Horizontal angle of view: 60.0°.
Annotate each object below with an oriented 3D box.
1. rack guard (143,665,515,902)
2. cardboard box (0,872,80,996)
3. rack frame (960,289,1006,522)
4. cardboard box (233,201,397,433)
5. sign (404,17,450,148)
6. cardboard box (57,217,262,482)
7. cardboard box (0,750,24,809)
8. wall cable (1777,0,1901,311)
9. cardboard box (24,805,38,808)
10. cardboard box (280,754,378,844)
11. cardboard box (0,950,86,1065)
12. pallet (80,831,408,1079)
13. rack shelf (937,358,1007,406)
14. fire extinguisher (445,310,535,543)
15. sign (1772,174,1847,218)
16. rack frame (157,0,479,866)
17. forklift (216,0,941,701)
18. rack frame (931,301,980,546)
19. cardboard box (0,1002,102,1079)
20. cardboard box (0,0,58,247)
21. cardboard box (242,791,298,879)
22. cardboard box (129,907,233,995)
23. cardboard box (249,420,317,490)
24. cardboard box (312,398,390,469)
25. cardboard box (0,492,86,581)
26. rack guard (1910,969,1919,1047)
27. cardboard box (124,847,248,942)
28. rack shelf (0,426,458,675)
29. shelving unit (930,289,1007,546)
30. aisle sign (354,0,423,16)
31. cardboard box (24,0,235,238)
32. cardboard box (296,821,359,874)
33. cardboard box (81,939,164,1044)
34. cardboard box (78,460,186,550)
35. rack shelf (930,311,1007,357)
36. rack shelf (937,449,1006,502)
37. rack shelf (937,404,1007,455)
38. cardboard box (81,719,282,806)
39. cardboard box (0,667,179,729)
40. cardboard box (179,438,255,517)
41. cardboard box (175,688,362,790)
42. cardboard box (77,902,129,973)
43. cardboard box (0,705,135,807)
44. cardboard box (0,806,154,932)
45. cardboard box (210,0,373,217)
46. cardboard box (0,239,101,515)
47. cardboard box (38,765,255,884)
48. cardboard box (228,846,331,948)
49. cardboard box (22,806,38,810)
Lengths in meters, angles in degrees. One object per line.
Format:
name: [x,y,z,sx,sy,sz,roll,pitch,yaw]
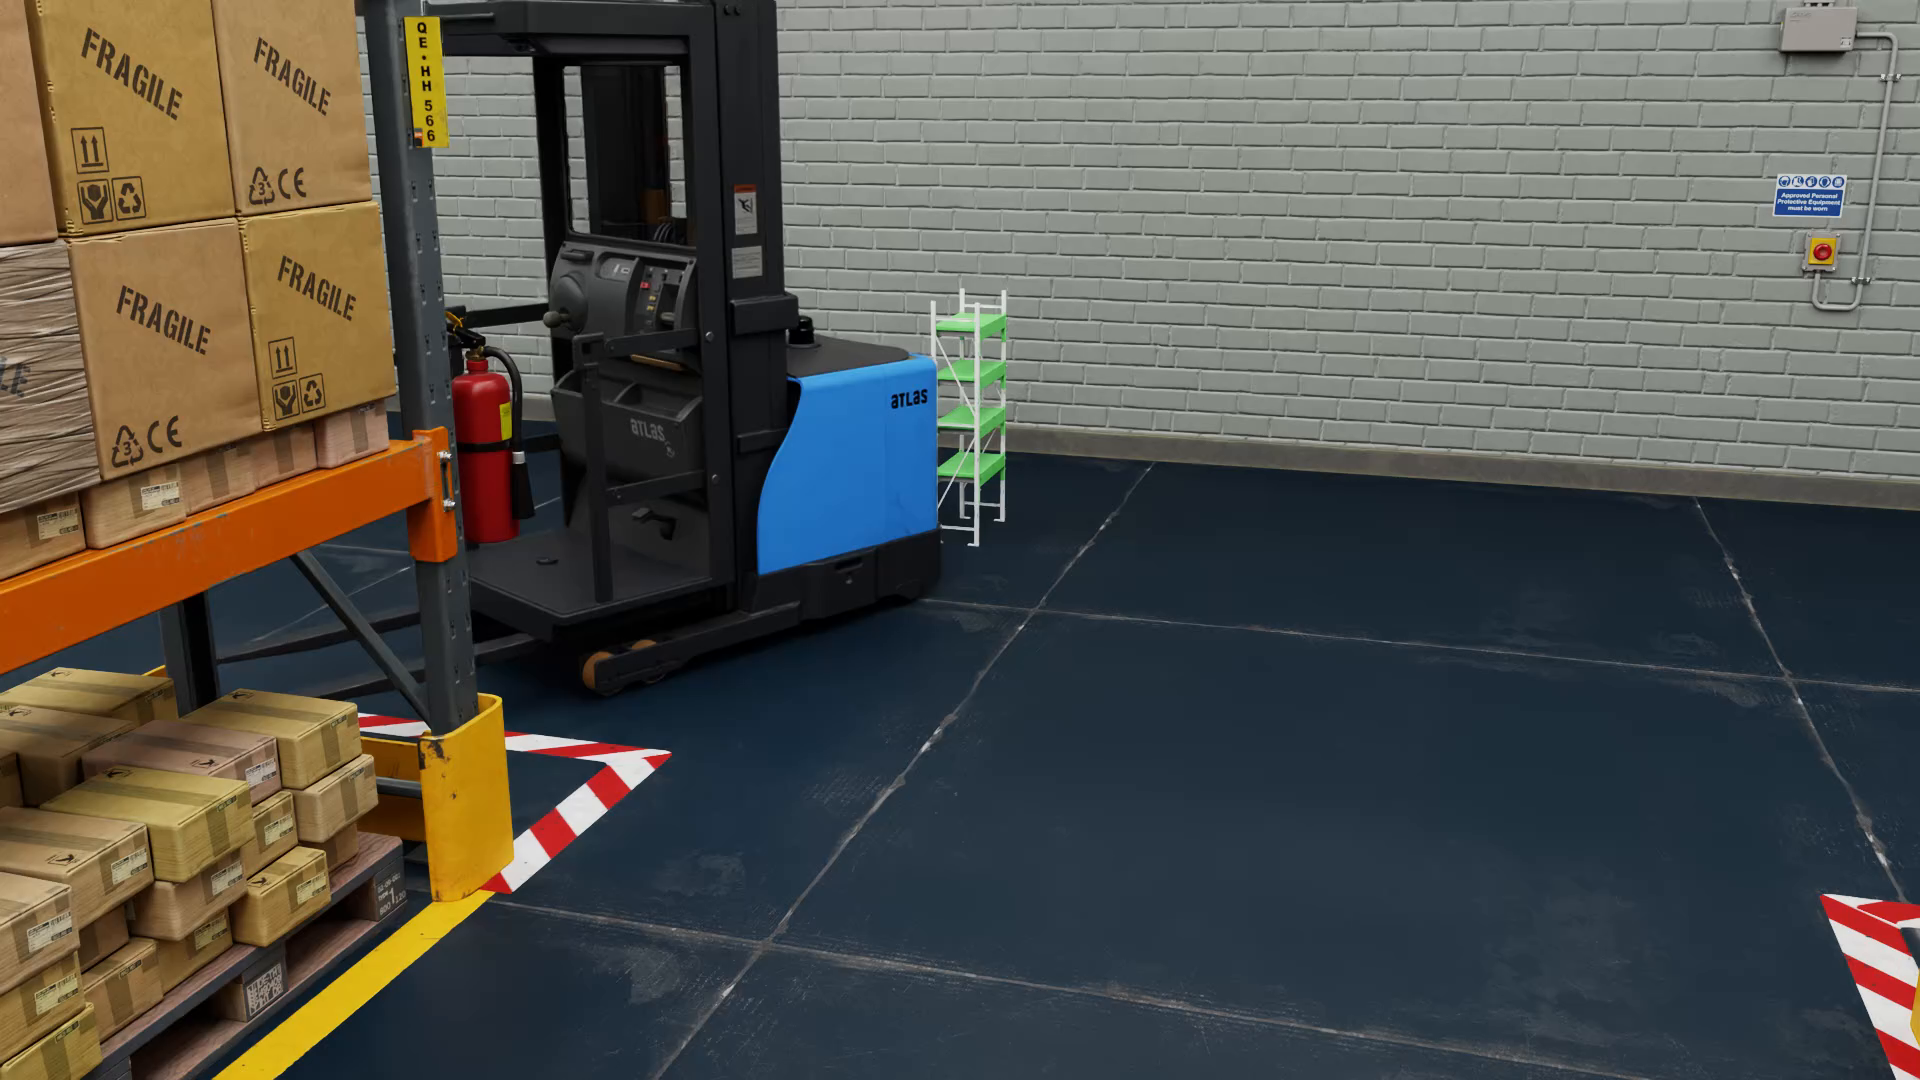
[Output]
rack guard: [-1.927,0.700,4.945,1.175,0.500,0.348,5,16,16]
cardboard box: [-2.048,0.795,3.393,0.380,0.149,0.250,5,17,18]
rack frame: [0.116,-0.684,8.543,0.240,1.200,0.015,5,16,16]
cardboard box: [-1.786,-0.576,4.135,0.500,0.500,0.500,5,17,17]
sign: [-1.379,-1.183,4.303,0.100,0.325,0.005,5,16,16]
cardboard box: [-1.937,-0.442,3.661,0.500,0.500,0.500,4,16,15]
cardboard box: [-2.537,0.609,4.050,0.380,0.149,0.250,5,16,16]
wall cable: [4.450,-2.146,8.478,0.585,1.953,0.123,5,16,16]
cardboard box: [-2.432,0.688,4.315,0.380,0.149,0.250,5,16,16]
cardboard box: [-1.781,0.664,4.400,0.380,0.149,0.250,4,16,14]
cardboard box: [-2.062,0.937,3.439,0.380,0.149,0.250,5,17,17]
pallet: [-2.191,1.049,4.245,1.003,0.211,1.213,5,16,16]
rack shelf: [0.047,-0.790,8.270,0.258,0.148,0.480,5,16,16]
fire extinguisher: [-1.391,-0.336,4.841,0.296,0.674,0.183,5,16,16]
sign: [4.421,-1.792,8.654,0.327,0.218,0.001,5,16,16]
rack frame: [-1.905,-0.522,4.674,1.000,3.000,0.127,5,16,16]
forklift: [-1.486,-0.981,6.416,3.031,2.935,1.130,-15,22,-43]
rack frame: [-0.022,-0.557,8.093,0.240,1.200,0.015,5,16,16]
cardboard box: [-2.058,1.076,3.494,0.380,0.149,0.250,4,16,13]
cardboard box: [-2.080,-0.786,3.044,0.500,0.500,0.500,6,17,19]
cardboard box: [-1.907,0.728,4.174,0.380,0.149,0.250,4,16,15]
cardboard box: [-1.988,0.939,3.978,0.380,0.149,0.250,5,16,16]
cardboard box: [-1.833,-0.232,4.111,0.380,0.149,0.250,5,16,16]
cardboard box: [-1.727,-0.294,4.330,0.380,0.149,0.250,5,16,16]
cardboard box: [-2.043,-0.030,3.399,0.380,0.149,0.250,4,16,13]
rack guard: [2.876,1.031,3.777,1.175,0.500,0.348,5,16,16]
cardboard box: [-1.927,0.800,3.920,0.380,0.149,0.250,4,16,14]
rack shelf: [-2.473,0.347,2.927,1.077,0.370,4.000,5,16,16]
shelving unit: [0.047,-0.621,8.318,0.258,1.200,0.503,5,16,16]
aisle sign: [-1.597,-1.769,4.304,0.394,0.787,0.004,5,16,16]
cardboard box: [-1.941,-0.923,3.526,0.500,0.500,0.500,4,16,14]
cardboard box: [-1.855,0.801,4.463,0.380,0.149,0.250,5,17,17]
cardboard box: [-2.046,1.004,3.747,0.380,0.149,0.250,5,17,16]
cardboard box: [-1.940,-0.097,3.634,0.380,0.149,0.250,5,17,17]
rack shelf: [0.047,-1.021,8.205,0.258,0.148,0.480,5,16,16]
rack shelf: [0.047,-0.328,8.401,0.258,0.148,0.480,5,16,16]
rack shelf: [0.047,-0.559,8.336,0.258,0.148,0.480,5,16,16]
cardboard box: [-1.939,0.580,4.151,0.380,0.149,0.250,5,17,17]
cardboard box: [-2.380,0.472,4.534,0.380,0.149,0.250,4,16,13]
cardboard box: [-1.890,-0.165,3.876,0.380,0.149,0.250,4,16,15]
cardboard box: [-1.813,0.519,4.367,0.380,0.149,0.250,5,17,17]
cardboard box: [-2.102,0.863,3.701,0.380,0.149,0.250,4,16,15]
cardboard box: [-2.343,0.553,4.247,0.380,0.149,0.250,5,17,17]
cardboard box: [-2.025,0.721,3.656,0.380,0.149,0.250,4,16,14]
cardboard box: [-1.797,-1.056,3.993,0.500,0.500,0.500,4,16,15]
cardboard box: [-2.072,-0.308,3.191,0.500,0.500,0.500,5,16,16]
cardboard box: [-1.891,0.658,3.877,0.380,0.149,0.250,4,16,15]
cardboard box: [-1.831,0.876,4.198,0.380,0.149,0.250,5,17,18]
cardboard box: [-2.417,0.759,4.065,0.380,0.149,0.250,5,17,17]
